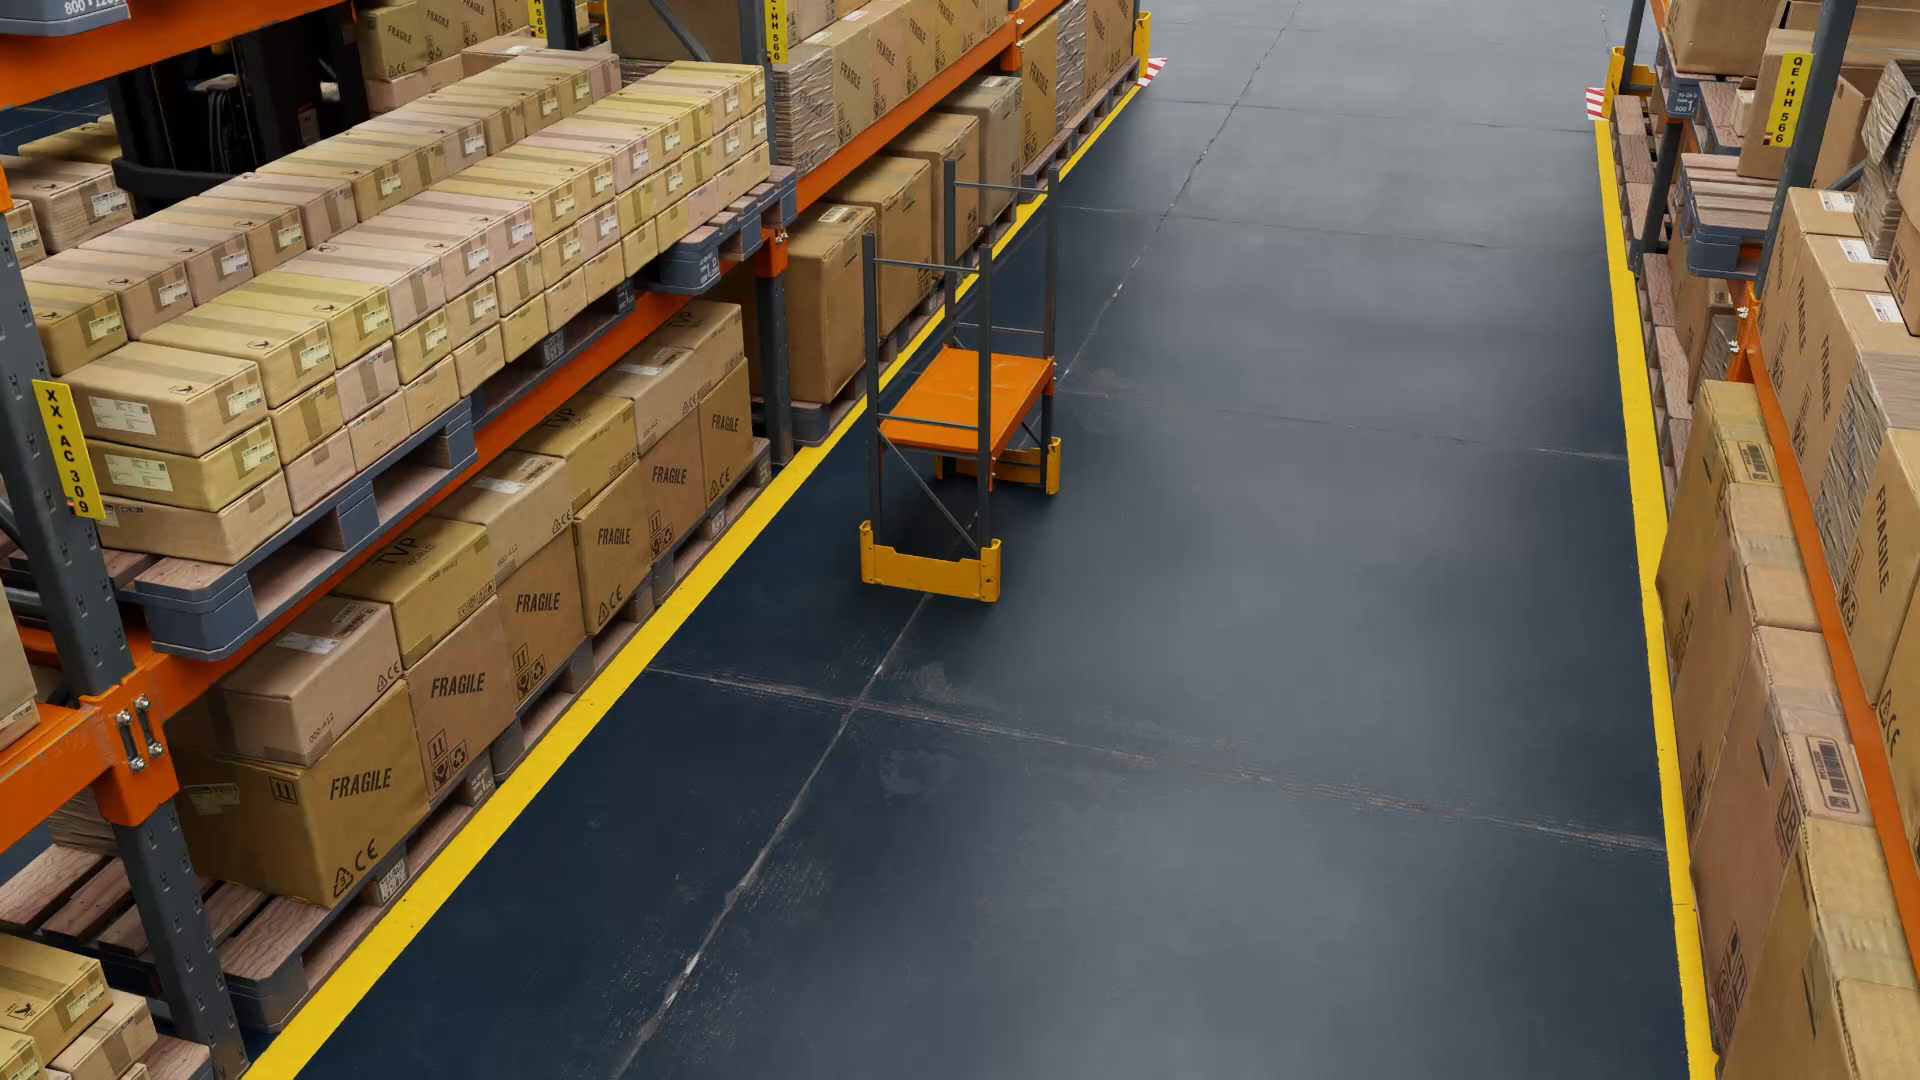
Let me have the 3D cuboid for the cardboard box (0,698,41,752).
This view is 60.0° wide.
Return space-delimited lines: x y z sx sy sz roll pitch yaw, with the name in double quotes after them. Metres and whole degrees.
-2.324 0.386 3.729 0.380 0.149 0.250 8 30 14 "cardboard box"

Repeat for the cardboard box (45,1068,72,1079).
-2.320 1.362 3.911 0.380 0.149 0.250 7 30 12 "cardboard box"

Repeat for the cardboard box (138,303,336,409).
-1.832 -0.471 4.226 0.380 0.149 0.250 9 30 16 "cardboard box"

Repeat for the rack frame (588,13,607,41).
-3.703 -6.126 15.176 1.000 3.000 0.127 8 30 15 "rack frame"

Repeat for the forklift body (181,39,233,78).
-7.262 -5.320 14.601 2.313 2.155 1.214 8 30 15 "forklift body"

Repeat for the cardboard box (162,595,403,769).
-1.994 0.386 4.839 0.500 0.250 0.500 7 30 13 "cardboard box"

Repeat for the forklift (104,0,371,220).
-3.155 -2.034 7.892 1.130 2.935 3.031 7 30 13 "forklift"

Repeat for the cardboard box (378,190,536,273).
-1.530 -0.942 5.072 0.380 0.149 0.250 10 31 17 "cardboard box"

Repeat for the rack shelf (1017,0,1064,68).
0.472 -4.223 12.495 1.077 0.370 4.000 8 30 15 "rack shelf"

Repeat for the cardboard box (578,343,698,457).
-1.377 -0.576 6.568 0.500 0.250 0.500 9 30 16 "cardboard box"

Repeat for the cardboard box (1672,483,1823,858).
2.931 0.482 5.052 1.225 0.875 0.875 9 30 15 "cardboard box"

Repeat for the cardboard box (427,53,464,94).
-4.300 -3.734 13.274 0.500 0.250 0.500 10 31 18 "cardboard box"

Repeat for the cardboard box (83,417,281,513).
-1.908 -0.211 4.064 0.380 0.149 0.250 9 30 16 "cardboard box"

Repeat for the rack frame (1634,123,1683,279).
4.596 -2.853 9.293 1.000 3.000 0.127 8 30 15 "rack frame"

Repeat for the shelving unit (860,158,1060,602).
0.022 -0.691 6.949 0.587 1.500 1.083 8 30 15 "shelving unit"

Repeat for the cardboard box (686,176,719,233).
-1.145 -1.293 6.315 0.380 0.149 0.250 9 30 16 "cardboard box"

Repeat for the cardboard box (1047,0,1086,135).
0.397 -3.564 12.325 0.875 0.875 0.875 9 30 15 "cardboard box"

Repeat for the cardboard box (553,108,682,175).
-1.223 -1.426 5.943 0.380 0.149 0.250 9 30 16 "cardboard box"

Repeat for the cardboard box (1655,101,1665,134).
5.428 -3.232 12.114 0.500 0.500 0.500 17 33 28 "cardboard box"

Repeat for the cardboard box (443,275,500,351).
-1.606 -0.698 4.940 0.380 0.149 0.250 10 31 17 "cardboard box"

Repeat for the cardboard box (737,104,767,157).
-0.999 -1.658 6.665 0.380 0.149 0.250 9 30 16 "cardboard box"

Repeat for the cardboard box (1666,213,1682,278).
4.396 -1.670 9.286 0.700 0.500 0.500 6 30 11 "cardboard box"

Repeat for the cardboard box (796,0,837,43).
-1.001 -2.672 7.836 0.700 0.500 0.500 8 30 14 "cardboard box"

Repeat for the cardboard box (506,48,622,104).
-1.612 -1.893 6.782 0.380 0.149 0.250 9 30 15 "cardboard box"

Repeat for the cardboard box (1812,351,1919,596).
2.575 -0.140 4.313 0.500 0.500 0.500 9 30 15 "cardboard box"

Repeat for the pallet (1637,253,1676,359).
4.369 -1.272 9.320 1.003 0.211 1.213 8 30 15 "pallet"

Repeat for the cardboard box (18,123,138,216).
-5.439 -2.400 10.750 0.950 0.372 0.625 10 30 17 "cardboard box"

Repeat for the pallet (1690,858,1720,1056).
2.759 1.145 4.974 1.003 0.211 1.213 8 30 15 "pallet"

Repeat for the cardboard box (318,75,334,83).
-4.961 -3.562 12.964 0.500 0.250 0.500 10 31 17 "cardboard box"

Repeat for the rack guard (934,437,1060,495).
0.169 -0.376 7.669 0.587 0.250 0.087 8 30 15 "rack guard"

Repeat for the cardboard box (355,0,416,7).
-4.352 -4.145 12.574 0.380 0.149 0.250 9 30 16 "cardboard box"

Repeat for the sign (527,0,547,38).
-1.821 -2.332 7.166 0.100 0.325 0.005 8 30 15 "sign"

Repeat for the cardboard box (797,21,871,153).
-0.753 -2.199 8.015 0.500 0.500 0.500 8 30 14 "cardboard box"

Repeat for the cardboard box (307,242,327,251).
-2.152 -0.920 5.338 0.380 0.149 0.250 9 30 15 "cardboard box"

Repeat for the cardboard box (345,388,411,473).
-1.755 -0.326 4.577 0.380 0.149 0.250 9 30 15 "cardboard box"

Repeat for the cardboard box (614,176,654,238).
-1.300 -1.179 5.805 0.380 0.149 0.250 8 30 15 "cardboard box"

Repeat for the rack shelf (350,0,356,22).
-4.290 -4.882 13.680 1.077 0.370 4.000 8 30 15 "rack shelf"

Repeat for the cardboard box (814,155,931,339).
-0.771 -1.626 8.970 1.050 0.750 0.750 9 30 16 "cardboard box"

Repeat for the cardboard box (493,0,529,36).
-3.994 -4.549 13.968 0.500 0.500 0.500 8 30 14 "cardboard box"

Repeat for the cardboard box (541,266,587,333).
-1.453 -0.805 5.438 0.380 0.149 0.250 7 30 13 "cardboard box"

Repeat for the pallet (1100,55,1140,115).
0.899 -3.865 13.981 1.003 0.211 1.213 8 30 15 "pallet"

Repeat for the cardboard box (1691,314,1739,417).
3.750 -0.668 7.483 0.700 0.500 0.500 6 30 11 "cardboard box"

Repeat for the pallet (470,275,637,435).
-1.831 -0.739 5.690 1.003 0.211 1.213 8 30 15 "pallet"

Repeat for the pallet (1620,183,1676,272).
4.760 -1.951 10.541 1.003 0.211 1.213 8 30 15 "pallet"

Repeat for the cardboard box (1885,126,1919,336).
2.998 -0.836 4.533 0.797 0.503 0.637 9 30 16 "cardboard box"

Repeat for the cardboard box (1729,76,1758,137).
3.654 -1.932 7.344 0.396 0.266 0.258 8 30 13 "cardboard box"

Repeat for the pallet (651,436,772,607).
-1.520 -0.167 7.333 1.003 0.211 1.213 8 30 15 "pallet"

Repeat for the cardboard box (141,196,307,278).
-2.224 -0.918 5.030 0.380 0.149 0.250 8 30 13 "cardboard box"

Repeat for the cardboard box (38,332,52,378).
-2.532 -0.438 4.166 0.380 0.149 0.250 10 31 17 "cardboard box"

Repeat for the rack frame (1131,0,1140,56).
1.059 -5.466 13.991 1.000 3.000 0.127 8 30 15 "rack frame"

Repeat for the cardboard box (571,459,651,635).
-1.528 -0.008 6.318 0.500 0.500 0.500 7 30 13 "cardboard box"

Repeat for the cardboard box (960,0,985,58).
-0.161 -3.136 9.699 0.500 0.500 0.500 8 30 14 "cardboard box"

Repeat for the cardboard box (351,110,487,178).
-1.919 -1.408 5.909 0.380 0.149 0.250 10 31 17 "cardboard box"

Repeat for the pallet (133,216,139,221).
-5.460 -2.118 10.839 1.003 0.211 1.213 8 30 15 "pallet"
